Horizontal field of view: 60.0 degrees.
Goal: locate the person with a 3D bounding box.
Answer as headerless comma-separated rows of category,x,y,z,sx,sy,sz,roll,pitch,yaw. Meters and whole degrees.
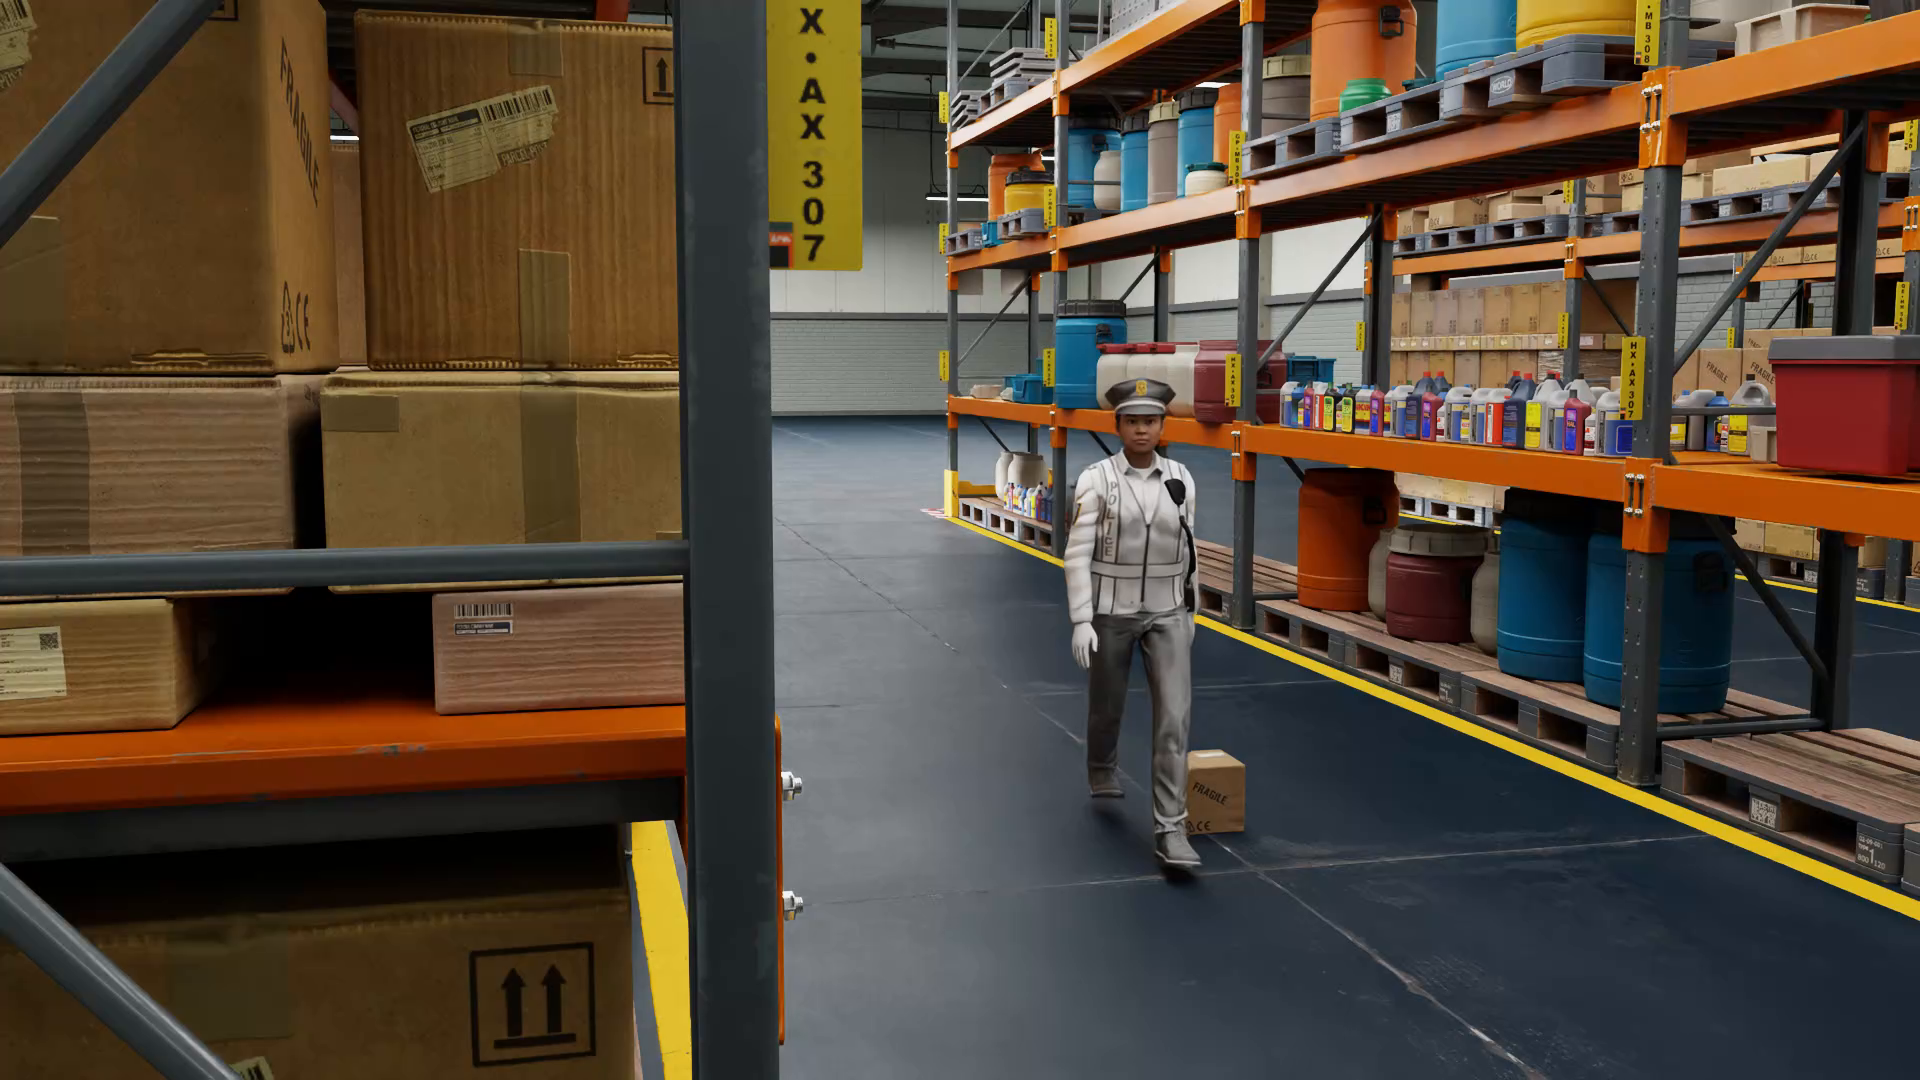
person,0.613,0.246,5.840,0.515,1.629,1.057,0,6,-3
